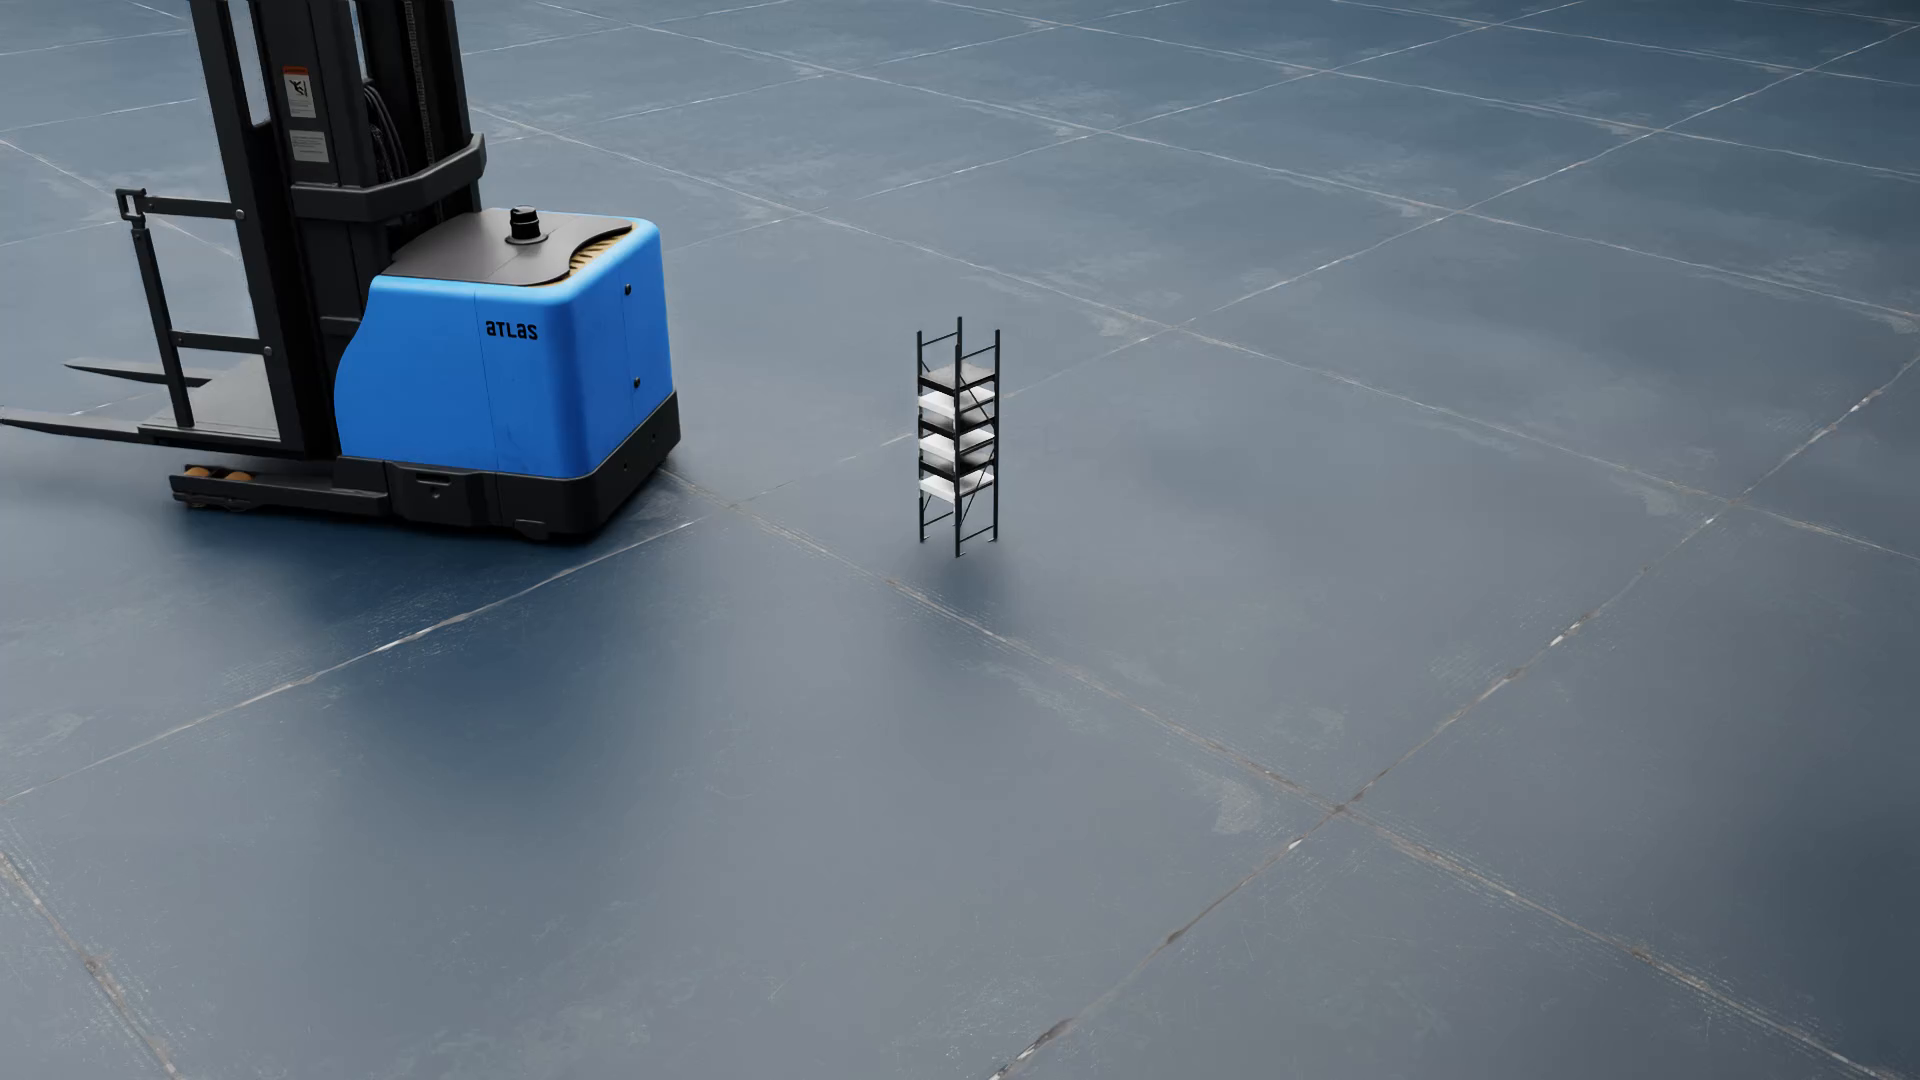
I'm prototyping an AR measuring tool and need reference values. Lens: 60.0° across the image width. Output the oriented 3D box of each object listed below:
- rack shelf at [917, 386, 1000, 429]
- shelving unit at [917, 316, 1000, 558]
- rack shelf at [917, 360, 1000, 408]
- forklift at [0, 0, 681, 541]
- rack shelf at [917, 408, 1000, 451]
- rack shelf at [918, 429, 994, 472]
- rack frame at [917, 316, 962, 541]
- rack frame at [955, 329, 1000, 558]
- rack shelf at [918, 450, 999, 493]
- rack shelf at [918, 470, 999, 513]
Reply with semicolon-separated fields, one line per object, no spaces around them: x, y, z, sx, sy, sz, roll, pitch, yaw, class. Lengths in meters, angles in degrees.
-0.006;-0.531;6.477;0.200;0.077;0.258;25;36;38;rack shelf
-0.006;-0.401;6.546;0.210;0.900;0.258;25;36;38;shelving unit
-0.006;-0.610;6.435;0.200;0.077;0.258;25;36;38;rack shelf
-2.825;-1.645;6.728;3.031;2.935;1.130;6;28;12;forklift
-0.006;-0.451;6.519;0.200;0.077;0.258;25;36;38;rack shelf
-0.006;-0.371;6.561;0.200;0.077;0.258;25;36;38;rack shelf
-0.078;-0.434;6.609;0.006;0.900;0.240;25;36;38;rack frame
0.067;-0.368;6.483;0.006;0.900;0.240;25;36;38;rack frame
-0.006;-0.292;6.603;0.200;0.077;0.258;25;36;38;rack shelf
-0.006;-0.212;6.645;0.200;0.077;0.258;25;36;38;rack shelf
